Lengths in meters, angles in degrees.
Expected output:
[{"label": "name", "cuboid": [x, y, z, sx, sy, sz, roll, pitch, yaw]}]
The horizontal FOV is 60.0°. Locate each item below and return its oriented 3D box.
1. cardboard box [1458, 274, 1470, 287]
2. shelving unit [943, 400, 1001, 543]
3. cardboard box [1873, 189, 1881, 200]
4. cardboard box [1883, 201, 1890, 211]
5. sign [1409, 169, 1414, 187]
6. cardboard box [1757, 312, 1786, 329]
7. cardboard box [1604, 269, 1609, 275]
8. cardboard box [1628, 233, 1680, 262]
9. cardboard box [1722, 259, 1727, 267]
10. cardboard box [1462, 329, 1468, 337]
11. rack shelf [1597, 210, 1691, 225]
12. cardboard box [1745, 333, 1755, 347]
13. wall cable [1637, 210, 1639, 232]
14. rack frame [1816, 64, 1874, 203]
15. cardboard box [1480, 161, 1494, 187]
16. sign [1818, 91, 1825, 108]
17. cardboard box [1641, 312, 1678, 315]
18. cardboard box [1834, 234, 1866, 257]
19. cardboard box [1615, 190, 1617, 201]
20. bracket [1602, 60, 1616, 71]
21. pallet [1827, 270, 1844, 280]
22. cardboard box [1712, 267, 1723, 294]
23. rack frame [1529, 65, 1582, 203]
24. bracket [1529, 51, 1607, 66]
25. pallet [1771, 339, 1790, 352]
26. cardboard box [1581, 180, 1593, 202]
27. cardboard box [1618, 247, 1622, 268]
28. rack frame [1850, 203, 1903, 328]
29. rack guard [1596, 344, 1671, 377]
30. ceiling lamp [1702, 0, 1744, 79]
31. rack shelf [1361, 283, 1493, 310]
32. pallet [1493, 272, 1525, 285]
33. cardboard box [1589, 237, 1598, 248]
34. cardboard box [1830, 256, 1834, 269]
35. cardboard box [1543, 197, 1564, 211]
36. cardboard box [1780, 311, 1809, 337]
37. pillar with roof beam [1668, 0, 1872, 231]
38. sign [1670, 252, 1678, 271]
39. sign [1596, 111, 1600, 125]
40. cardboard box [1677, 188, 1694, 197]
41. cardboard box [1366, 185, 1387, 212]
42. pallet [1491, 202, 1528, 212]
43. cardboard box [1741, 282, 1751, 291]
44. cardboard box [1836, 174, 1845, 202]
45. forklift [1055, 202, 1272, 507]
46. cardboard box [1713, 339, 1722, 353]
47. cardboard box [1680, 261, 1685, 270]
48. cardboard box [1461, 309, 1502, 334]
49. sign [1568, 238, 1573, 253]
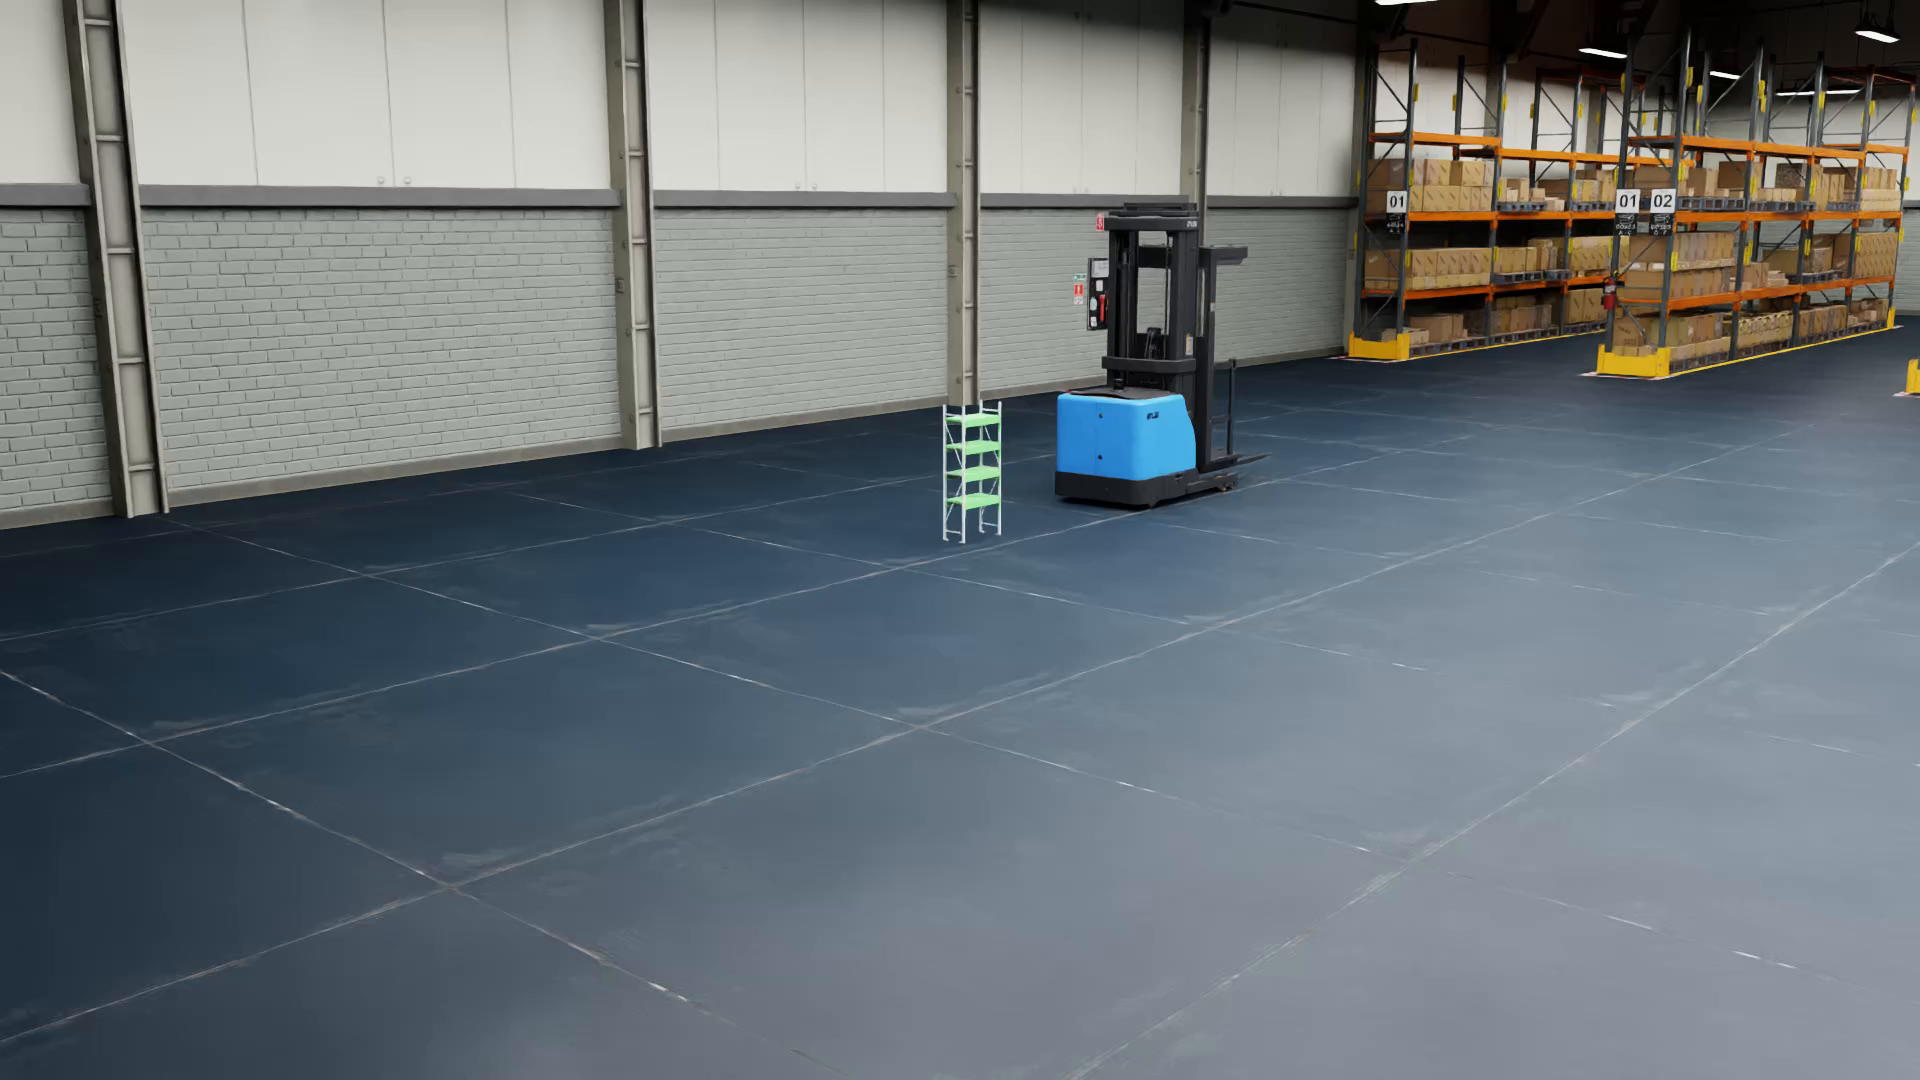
[{"label": "cardboard box", "cuboid": [10.063, -5.310, 33.972, 0.500, 0.250, 0.500, 10, 15, 40]}, {"label": "shelving unit", "cuboid": [0.109, -0.613, 14.716, 0.258, 1.200, 0.503, 10, 15, 40]}, {"label": "cardboard box", "cuboid": [20.983, -7.996, 38.535, 0.500, 0.250, 0.500, 10, 15, 40]}, {"label": "cardboard box", "cuboid": [21.649, -7.897, 39.316, 0.500, 0.250, 0.500, 10, 15, 40]}, {"label": "sign", "cuboid": [8.571, -6.872, 31.570, 0.100, 0.325, 0.005, 10, 15, 40]}, {"label": "cardboard box", "cuboid": [16.669, -4.526, 34.230, 0.500, 0.311, 0.500, 9, 15, 39]}, {"label": "cardboard box", "cuboid": [15.379, -6.462, 39.998, 0.380, 0.149, 0.250, 10, 15, 40]}, {"label": "cardboard box", "cuboid": [12.240, -5.163, 29.334, 0.700, 0.500, 0.500, 10, 15, 41]}, {"label": "cardboard box", "cuboid": [14.173, -5.216, 31.255, 0.380, 0.149, 0.250, 9, 15, 39]}, {"label": "cardboard box", "cuboid": [10.473, -4.375, 35.068, 0.380, 0.166, 0.250, 7, 14, 33]}, {"label": "rack shelf", "cuboid": [17.405, -8.221, 42.390, 1.077, 0.370, 4.000, 10, 15, 40]}, {"label": "cardboard box", "cuboid": [15.318, -3.951, 32.783, 0.500, 0.250, 0.500, 10, 15, 42]}, {"label": "wall cable", "cuboid": [18.860, -8.206, 45.542, 0.084, 1.984, 1.851, 10, 15, 40]}, {"label": "rack frame", "cuboid": [19.808, -9.110, 37.348, 1.000, 3.000, 0.127, 10, 15, 40]}, {"label": "cardboard box", "cuboid": [10.677, -7.543, 34.299, 0.500, 0.500, 0.500, 8, 14, 36]}, {"label": "sign", "cuboid": [17.587, -8.986, 33.938, 0.100, 0.325, 0.005, 10, 15, 40]}, {"label": "cardboard box", "cuboid": [12.998, -3.968, 30.952, 0.500, 0.500, 0.500, 10, 15, 40]}, {"label": "cardboard box", "cuboid": [20.331, -6.741, 37.993, 0.500, 0.500, 0.500, 10, 15, 42]}, {"label": "cardboard box", "cuboid": [16.360, -8.592, 41.466, 0.500, 0.250, 0.500, 10, 15, 41]}, {"label": "bracket", "cuboid": [15.890, -11.623, 40.740, 0.235, 0.232, 0.430, 10, 15, 40]}, {"label": "pallet", "cuboid": [19.199, -5.971, 37.437, 1.003, 0.211, 1.213, 10, 15, 40]}, {"label": "cardboard box", "cuboid": [13.896, -4.896, 31.309, 0.700, 0.500, 0.500, 10, 15, 40]}, {"label": "rack frame", "cuboid": [13.444, -9.162, 37.606, 1.000, 3.000, 0.127, 10, 15, 40]}, {"label": "bracket", "cuboid": [14.178, -11.242, 38.829, 0.076, 0.066, 4.783, 10, 15, 40]}, {"label": "pallet", "cuboid": [16.595, -4.096, 34.681, 1.003, 0.211, 1.213, 10, 15, 40]}, {"label": "cardboard box", "cuboid": [14.407, -8.199, 39.064, 0.700, 0.500, 0.500, 11, 16, 43]}, {"label": "cardboard box", "cuboid": [15.640, -6.836, 40.213, 0.500, 0.500, 0.500, 10, 15, 41]}, {"label": "rack frame", "cuboid": [22.449, -6.757, 40.882, 1.000, 3.000, 0.127, 10, 15, 40]}, {"label": "rack guard", "cuboid": [11.871, -3.173, 29.323, 1.175, 0.500, 0.348, 10, 15, 40]}, {"label": "ceiling lamp", "cuboid": [17.642, -12.127, 37.549, 0.800, 3.185, 2.000, 10, 15, 40]}, {"label": "rack shelf", "cuboid": [9.484, -4.984, 33.844, 1.077, 0.370, 4.000, 10, 15, 40]}, {"label": "pallet", "cuboid": [11.418, -5.631, 35.734, 1.003, 0.211, 1.213, 10, 15, 40]}, {"label": "cardboard box", "cuboid": [14.619, -6.979, 39.014, 0.500, 0.250, 0.500, 10, 15, 41]}, {"label": "cardboard box", "cuboid": [19.946, -6.324, 38.460, 0.500, 0.500, 0.500, 10, 15, 41]}, {"label": "cardboard box", "cuboid": [13.172, -7.516, 37.201, 0.500, 0.311, 0.500, 10, 15, 40]}, {"label": "cardboard box", "cuboid": [17.683, -4.600, 35.341, 0.500, 0.500, 0.500, 11, 15, 43]}, {"label": "pillar with roof beam", "cuboid": [23.092, -10.291, 43.261, 9.100, 9.000, 0.548, 10, 15, 40]}, {"label": "sign", "cuboid": [12.300, -4.794, 28.640, 0.100, 0.325, 0.005, 10, 15, 40]}, {"label": "sign", "cuboid": [15.684, -10.361, 40.822, 0.100, 0.325, 0.005, 10, 15, 40]}, {"label": "cardboard box", "cuboid": [12.796, -6.175, 29.525, 0.380, 0.149, 0.250, 10, 15, 40]}, {"label": "cardboard box", "cuboid": [8.249, -6.667, 32.466, 0.500, 0.500, 0.500, -11, 16, -43]}, {"label": "pallet", "cuboid": [11.291, -7.087, 35.357, 1.213, 0.211, 1.003, 10, 15, 40]}, {"label": "cardboard box", "cuboid": [15.266, -4.972, 32.588, 0.380, 0.149, 0.250, 10, 15, 40]}, {"label": "cardboard box", "cuboid": [19.420, -7.879, 37.258, 0.600, 0.600, 0.600, 8, 14, 35]}, {"label": "forklift", "cuboid": [2.258, -1.994, 17.212, 1.130, 2.935, 3.031, 9, 14, 38]}, {"label": "cardboard box", "cuboid": [14.048, -3.680, 31.426, 0.500, 0.250, 0.500, 10, 15, 40]}, {"label": "cardboard box", "cuboid": [12.646, -4.876, 29.552, 0.380, 0.149, 0.250, 10, 15, 41]}, {"label": "cardboard box", "cuboid": [11.277, -4.732, 36.001, 0.700, 0.500, 0.500, 10, 15, 42]}, {"label": "sign", "cuboid": [13.858, -6.680, 37.743, 0.100, 0.325, 0.005, 10, 15, 40]}]
